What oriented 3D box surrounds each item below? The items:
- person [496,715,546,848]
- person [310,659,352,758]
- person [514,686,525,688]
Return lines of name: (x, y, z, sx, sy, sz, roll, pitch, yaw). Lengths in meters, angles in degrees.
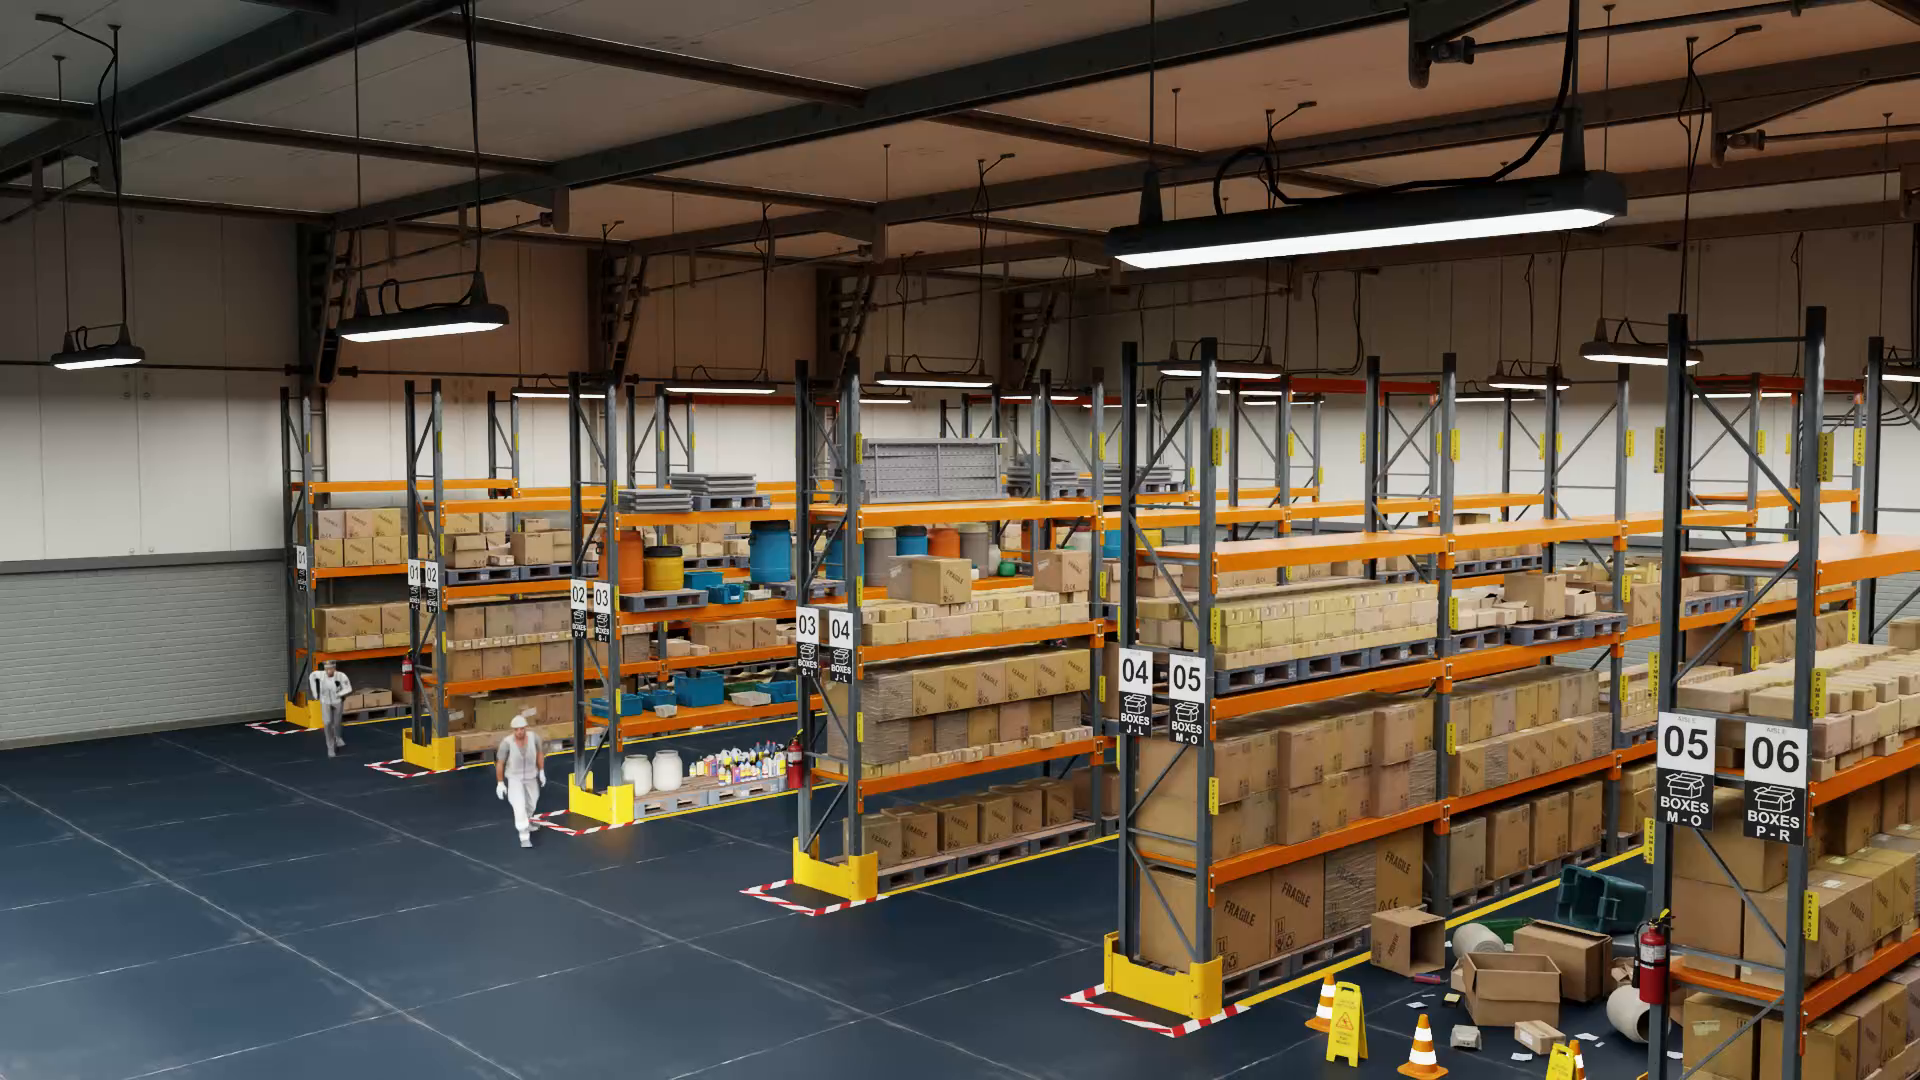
person: (-5.579, 2.997, 21.014, 0.639, 1.673, 0.923, -2, 4, -28)
person: (-10.140, 2.690, 26.860, 0.658, 1.619, 0.954, -1, 4, -14)
person: (-7.689, 2.544, 28.940, 0.610, 1.554, 0.507, 2, 4, 31)
